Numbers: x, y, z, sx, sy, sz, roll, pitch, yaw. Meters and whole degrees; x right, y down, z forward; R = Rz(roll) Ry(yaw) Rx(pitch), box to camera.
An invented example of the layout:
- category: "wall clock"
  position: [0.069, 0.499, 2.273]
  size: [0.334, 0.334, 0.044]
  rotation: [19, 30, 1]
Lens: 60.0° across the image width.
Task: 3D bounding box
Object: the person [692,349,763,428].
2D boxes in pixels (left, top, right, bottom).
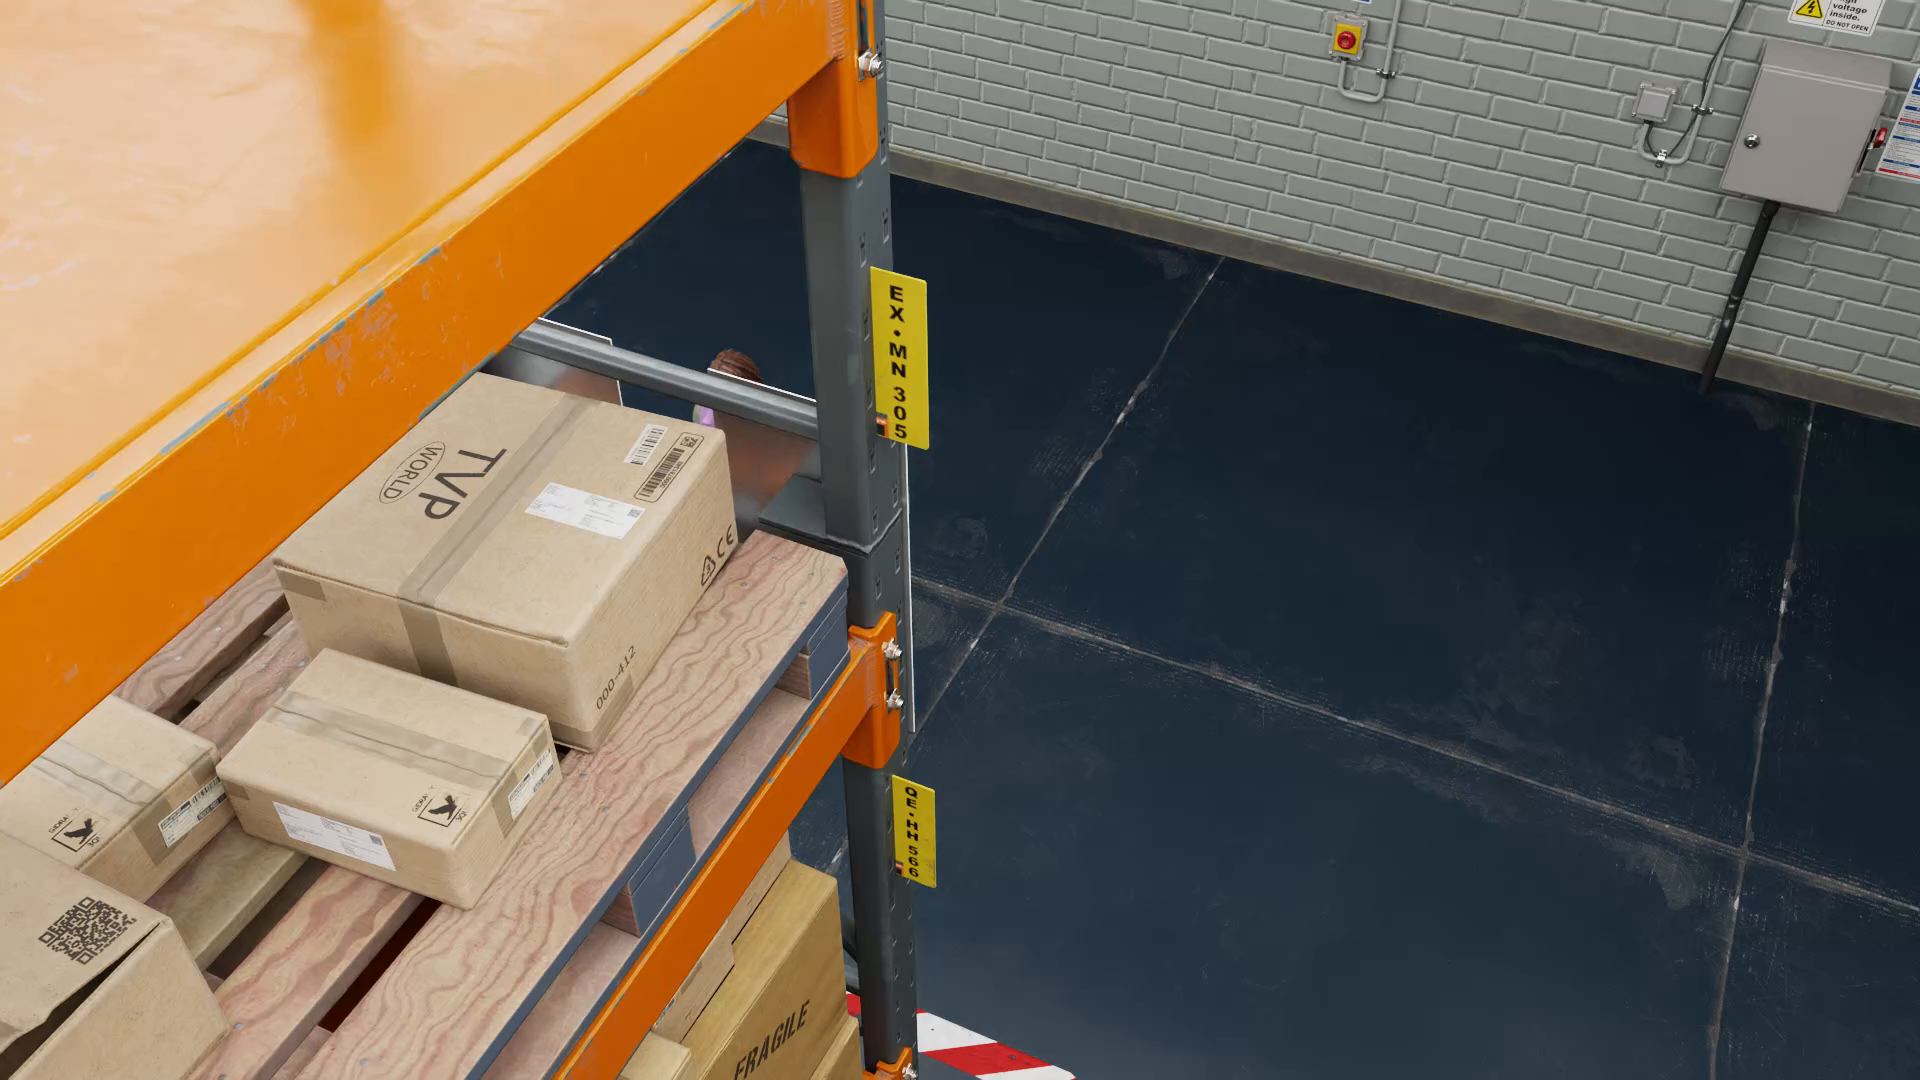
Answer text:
- category: "person"
  position: [-0.796, -0.048, 6.216]
  size: [0.450, 1.599, 0.372]
  rotation: [16, 45, 17]
